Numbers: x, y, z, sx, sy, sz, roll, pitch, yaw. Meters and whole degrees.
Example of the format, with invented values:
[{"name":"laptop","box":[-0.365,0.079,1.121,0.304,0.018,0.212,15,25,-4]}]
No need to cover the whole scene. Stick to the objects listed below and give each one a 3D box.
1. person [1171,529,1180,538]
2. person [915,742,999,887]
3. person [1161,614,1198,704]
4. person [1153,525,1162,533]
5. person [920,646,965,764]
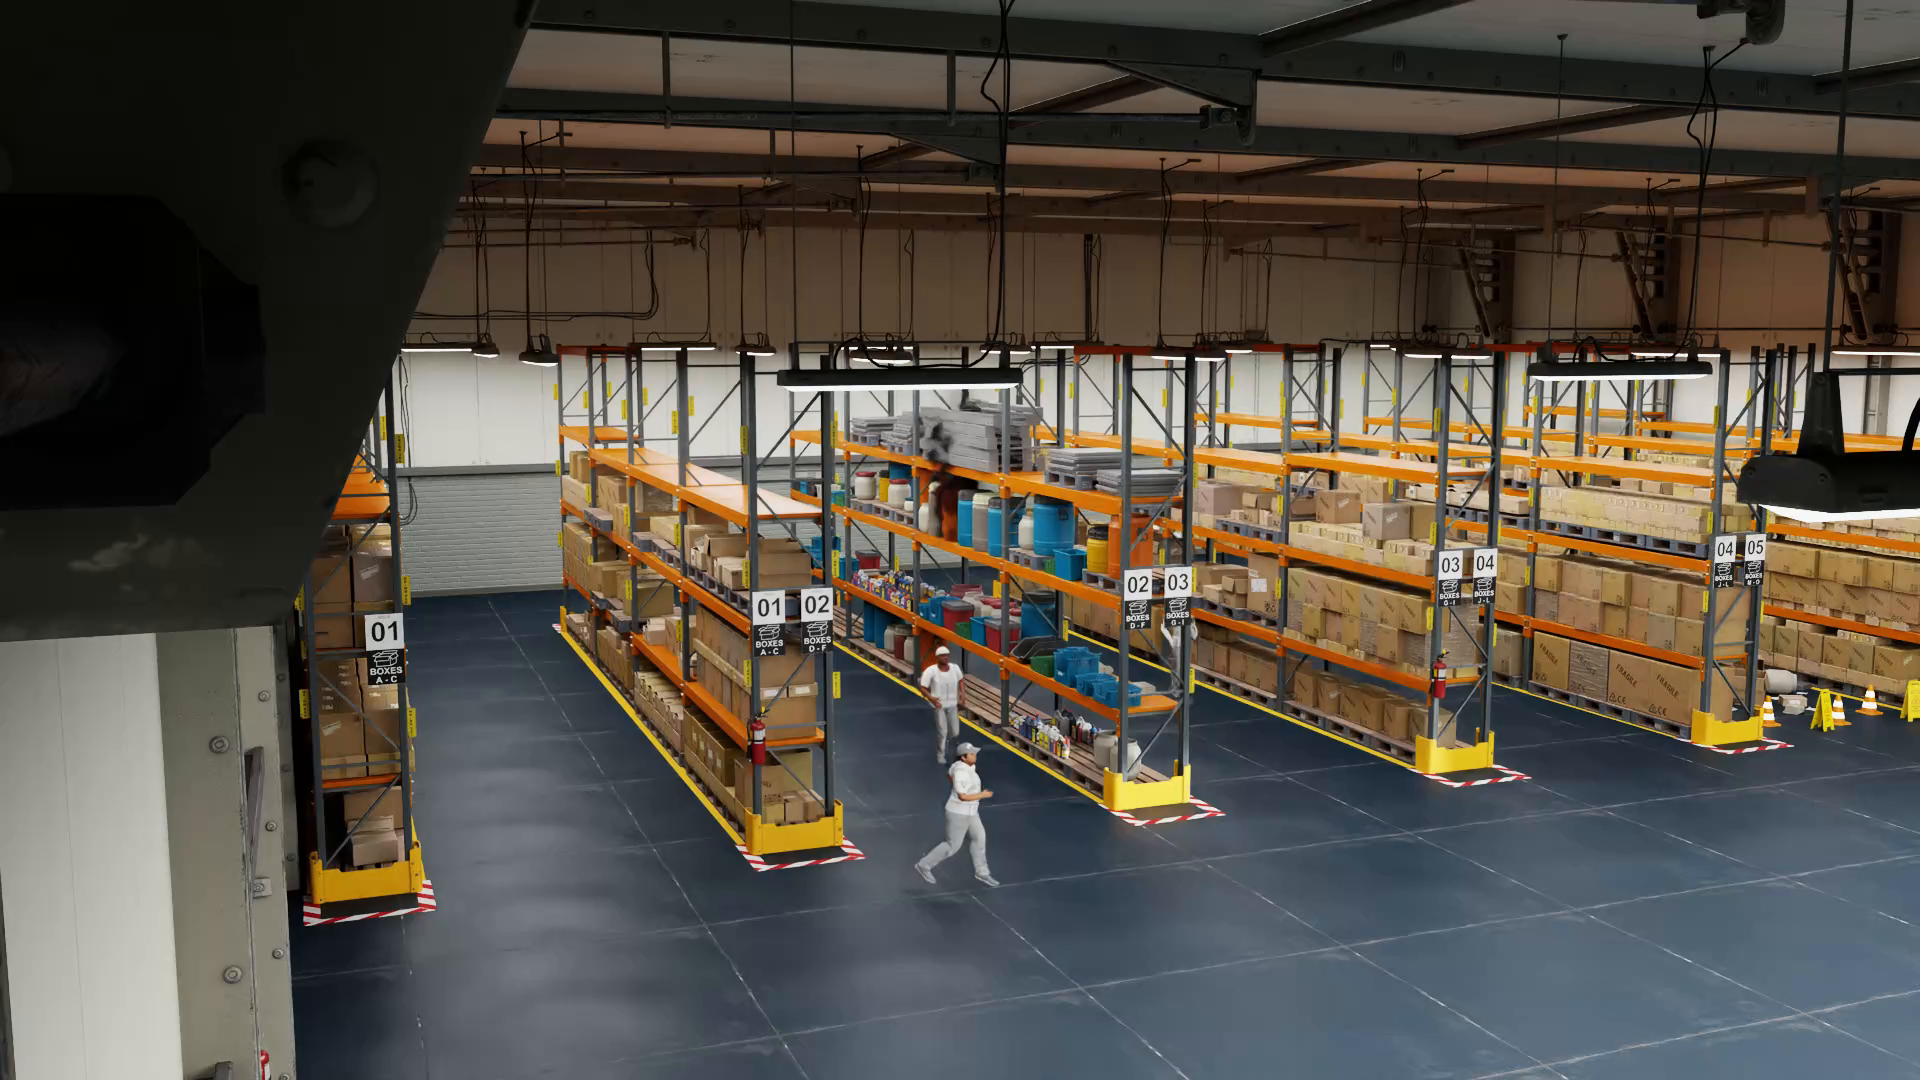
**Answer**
[{"name":"person","box":[5.277,0.341,41.240,0.747,1.575,0.583,-6,9,-38]},{"name":"person","box":[-0.024,3.122,18.886,0.939,1.695,0.614,1,7,8]},{"name":"person","box":[3.633,1.773,27.235,0.615,1.733,0.773,-4,8,-26]},{"name":"person","box":[4.551,0.487,39.417,0.694,1.721,0.686,0,7,-2]},{"name":"person","box":[-0.232,2.392,24.187,0.736,1.718,0.610,-3,8,-24]}]
